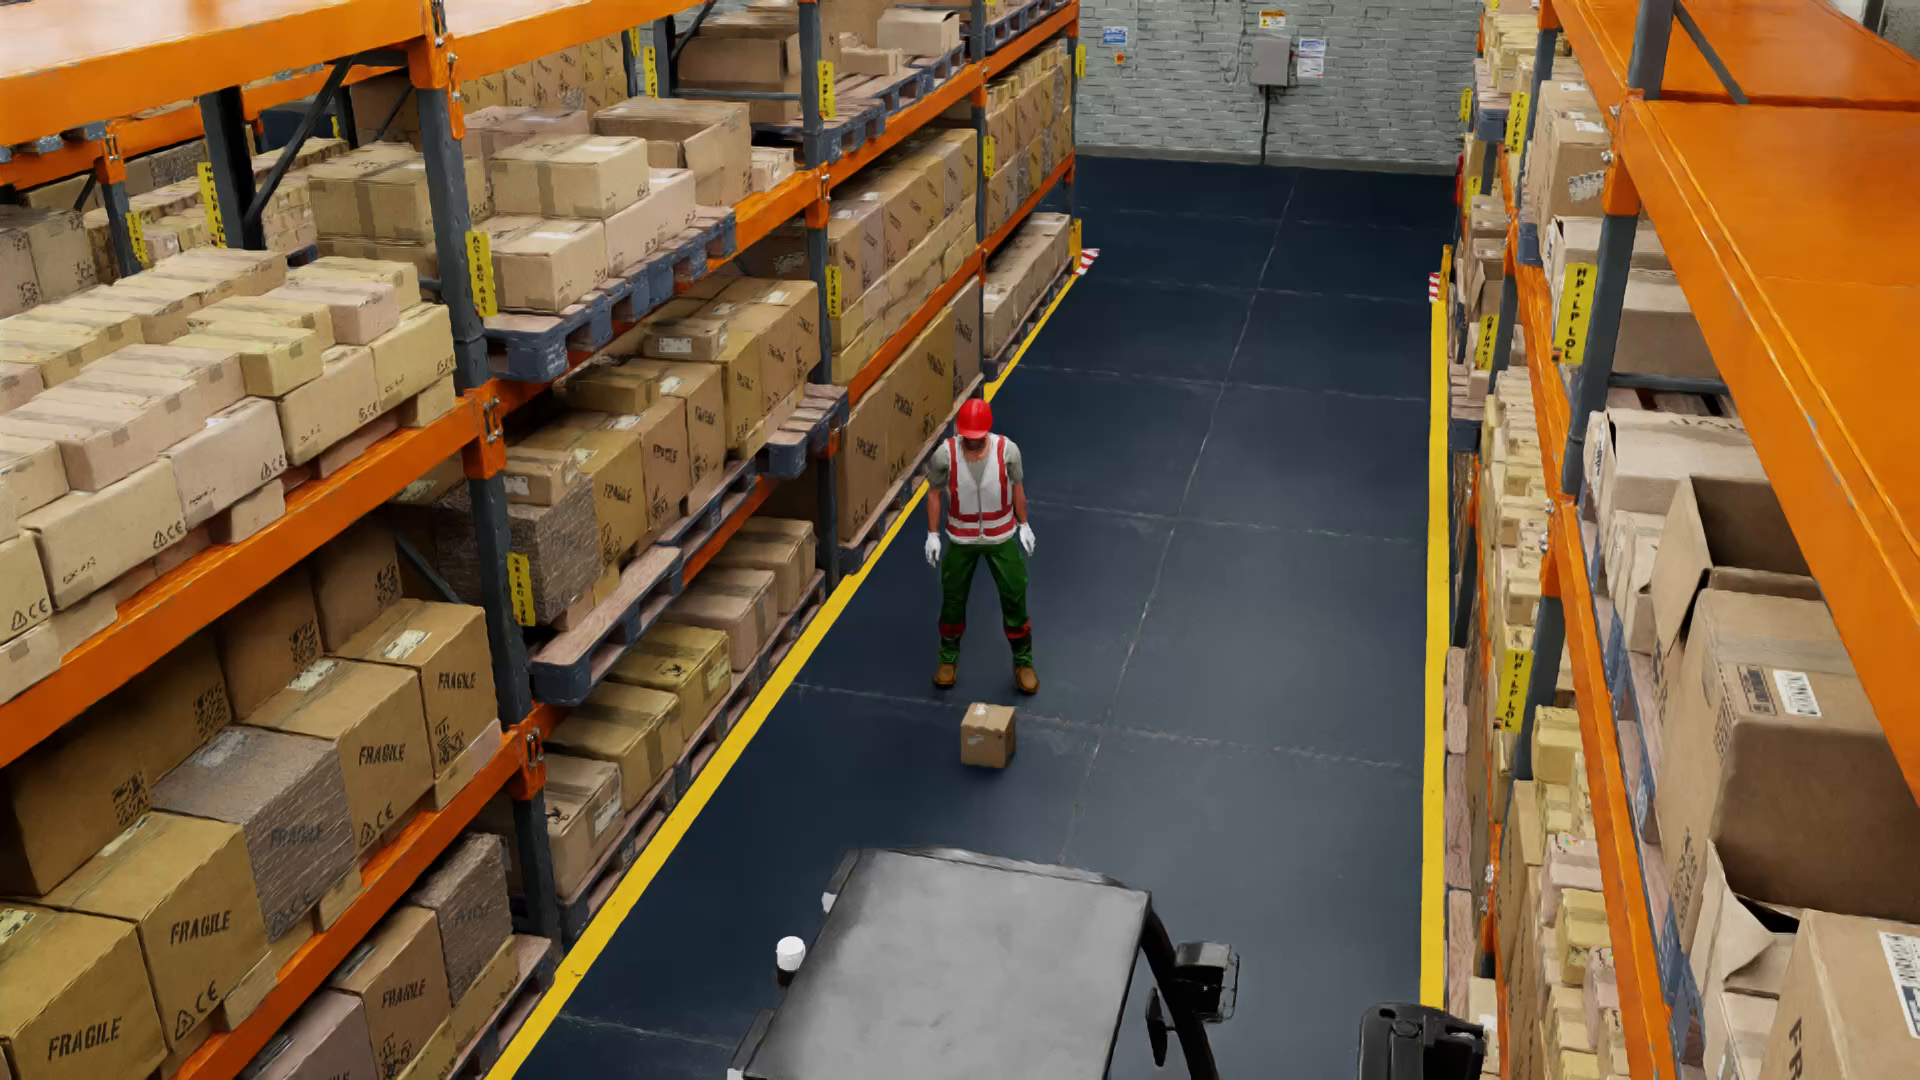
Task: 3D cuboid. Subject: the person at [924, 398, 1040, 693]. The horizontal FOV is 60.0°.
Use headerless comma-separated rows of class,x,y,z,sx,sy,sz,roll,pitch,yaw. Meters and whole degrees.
person,0.131,0.016,9.604,0.673,1.780,0.438,-1,25,-2
